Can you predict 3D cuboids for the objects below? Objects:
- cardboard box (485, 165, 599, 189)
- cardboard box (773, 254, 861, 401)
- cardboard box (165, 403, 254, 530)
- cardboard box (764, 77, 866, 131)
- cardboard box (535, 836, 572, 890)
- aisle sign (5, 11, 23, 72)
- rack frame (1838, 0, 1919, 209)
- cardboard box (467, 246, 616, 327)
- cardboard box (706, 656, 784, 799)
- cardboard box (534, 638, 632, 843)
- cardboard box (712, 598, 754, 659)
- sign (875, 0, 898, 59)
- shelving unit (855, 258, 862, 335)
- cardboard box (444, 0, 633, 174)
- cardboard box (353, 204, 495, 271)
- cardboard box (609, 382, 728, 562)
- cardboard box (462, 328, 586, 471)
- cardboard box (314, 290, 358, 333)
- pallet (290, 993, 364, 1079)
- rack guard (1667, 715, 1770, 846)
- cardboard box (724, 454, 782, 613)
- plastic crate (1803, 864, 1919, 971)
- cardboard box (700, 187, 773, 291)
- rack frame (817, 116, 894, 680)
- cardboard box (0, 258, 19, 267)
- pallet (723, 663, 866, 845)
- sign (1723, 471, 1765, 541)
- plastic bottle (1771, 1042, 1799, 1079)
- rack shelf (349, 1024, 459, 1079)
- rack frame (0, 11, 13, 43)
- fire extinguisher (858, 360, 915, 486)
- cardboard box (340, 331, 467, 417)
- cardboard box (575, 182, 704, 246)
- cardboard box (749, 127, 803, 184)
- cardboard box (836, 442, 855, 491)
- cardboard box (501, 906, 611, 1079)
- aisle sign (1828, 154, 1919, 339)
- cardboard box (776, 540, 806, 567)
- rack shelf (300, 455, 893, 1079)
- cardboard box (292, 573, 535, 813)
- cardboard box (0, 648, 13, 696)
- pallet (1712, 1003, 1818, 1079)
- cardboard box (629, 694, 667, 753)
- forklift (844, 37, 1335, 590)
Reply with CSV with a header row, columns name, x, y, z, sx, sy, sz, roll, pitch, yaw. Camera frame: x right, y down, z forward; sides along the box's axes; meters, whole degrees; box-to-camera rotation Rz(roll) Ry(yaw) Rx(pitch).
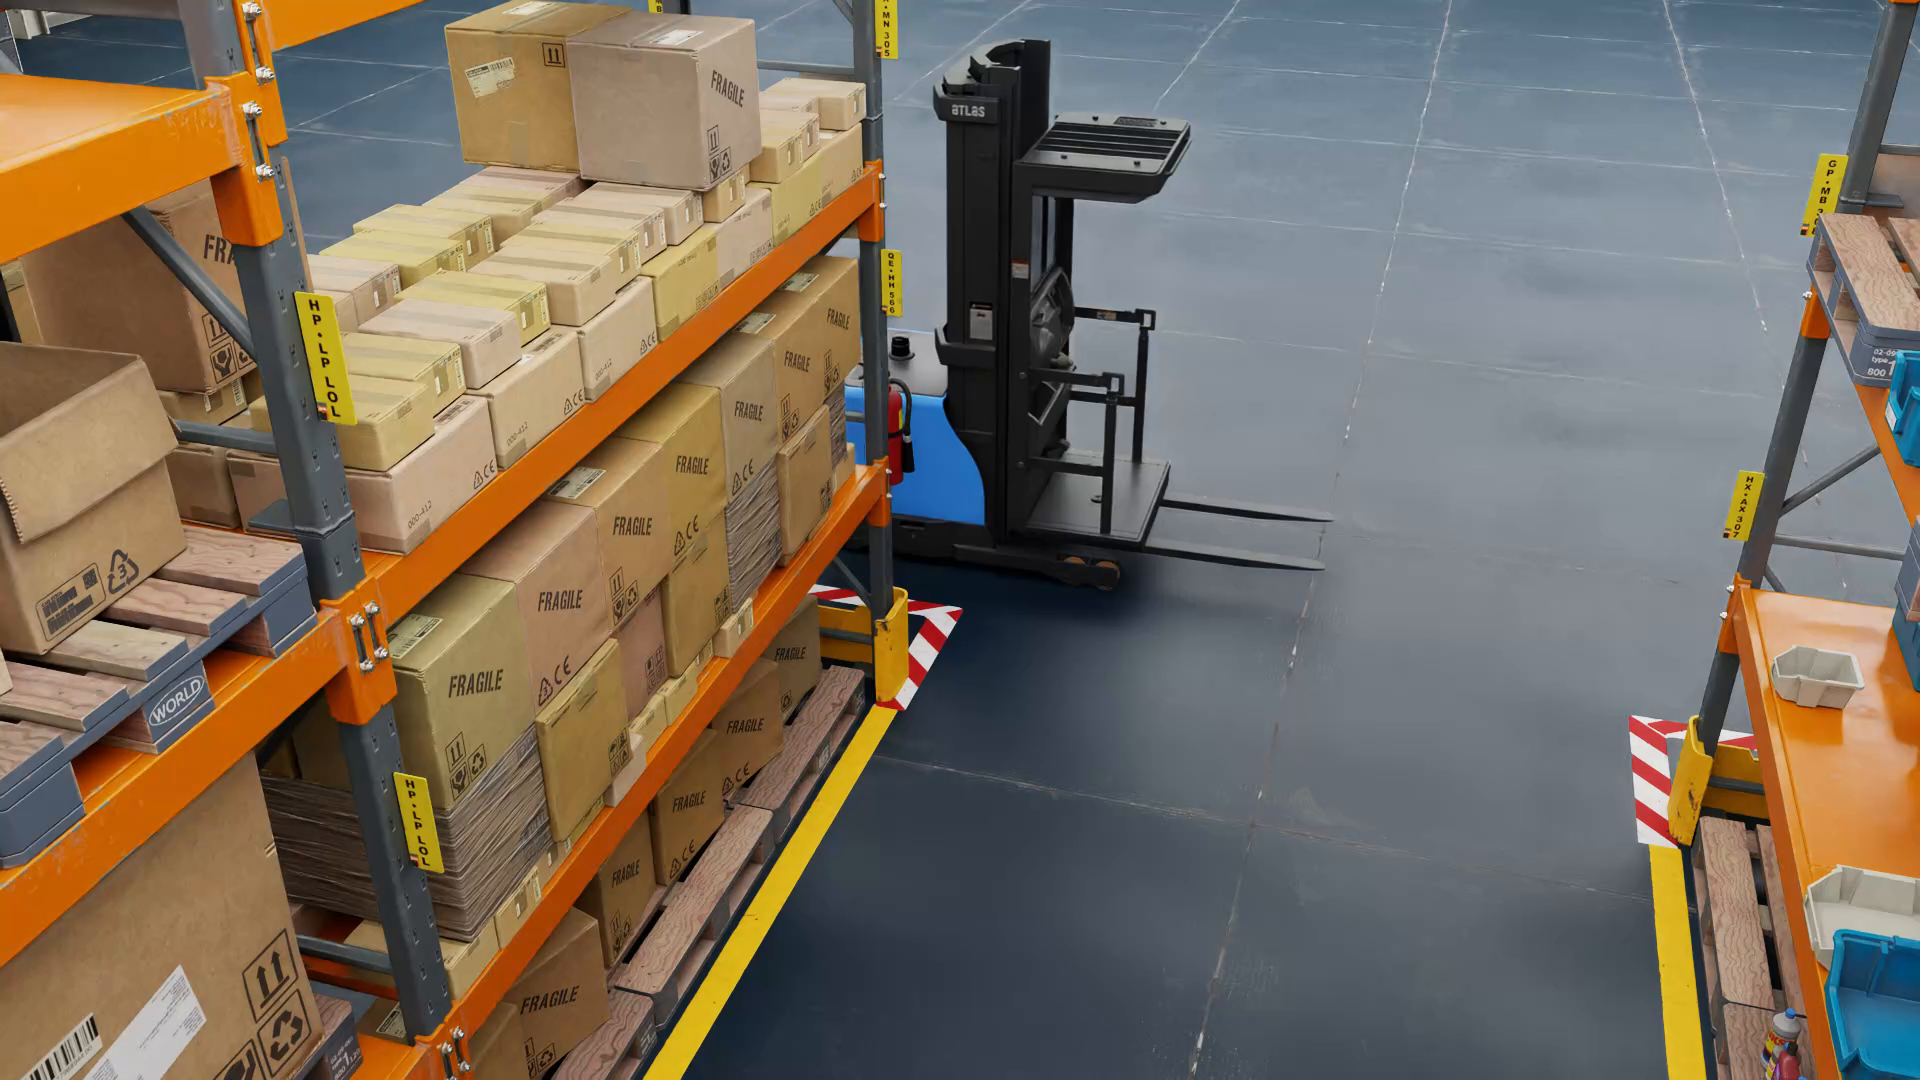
name,x,y,z,sx,sy,sz,roll,pitch,yaw
cardboard box,-1.561,-1.376,6.297,0.380,0.149,0.250,7,30,13
cardboard box,-0.770,-0.971,7.472,0.500,0.500,0.500,8,30,15
cardboard box,-2.135,-0.287,4.748,0.500,0.250,0.500,10,31,17
cardboard box,-0.628,-1.897,7.233,0.380,0.149,0.250,8,30,15
cardboard box,-1.536,1.026,5.578,0.380,0.149,0.250,8,30,15
aisle sign,-5.249,-2.532,9.042,0.394,0.787,0.004,8,30,15
rack frame,3.890,-2.566,5.606,1.000,3.000,0.127,8,30,15
cardboard box,-1.324,-0.807,5.273,0.380,0.149,0.250,8,30,14
cardboard box,-1.187,0.828,7.815,0.500,0.500,0.500,17,33,28
cardboard box,-1.647,0.607,5.665,0.875,0.500,0.500,8,30,15
cardboard box,-1.071,0.333,6.825,0.380,0.149,0.250,8,30,15
sign,-0.320,-2.260,7.231,0.100,0.325,0.005,8,30,15
shelving unit,-0.987,-0.876,10.282,0.538,1.500,1.048,7,30,13
cardboard box,-1.539,-1.703,6.217,0.500,0.500,0.500,8,30,15
cardboard box,-1.818,-1.017,5.652,0.380,0.149,0.250,10,31,17
cardboard box,-1.215,-0.274,6.220,0.500,0.500,0.500,8,30,15
cardboard box,-1.492,-0.457,5.054,0.500,0.250,0.500,8,30,14
cardboard box,-2.043,-0.644,4.981,0.380,0.149,0.250,7,30,12
pallet,-2.382,1.626,4.439,1.003,0.211,1.213,8,30,15
rack guard,3.912,1.190,7.596,1.175,0.500,0.348,8,30,15
cardboard box,-1.253,-0.097,6.931,0.875,0.500,0.500,8,30,15
plastic crate,2.950,1.239,5.208,0.530,0.136,0.437,8,30,15
cardboard box,-1.046,-1.167,6.330,0.500,0.250,0.500,9,30,16
rack frame,-0.845,-0.651,8.335,1.000,3.000,0.127,8,30,15
cardboard box,-5.703,-1.776,9.092,0.875,0.550,0.550,8,30,15
pallet,-1.140,0.975,8.280,1.003,0.211,1.213,8,30,15
sign,3.365,-0.146,7.142,0.100,0.325,0.005,8,30,15
plastic bottle,2.976,1.951,5.999,0.061,0.283,0.133,9,30,16
rack shelf,-2.606,2.452,3.497,1.077,0.370,4.000,8,30,15
rack frame,-5.557,-4.027,8.233,1.000,3.000,0.127,8,30,15
fire extinguisher,-0.371,-0.605,8.331,0.296,0.674,0.183,8,30,15
cardboard box,-1.616,-0.452,4.636,0.380,0.149,0.250,7,30,12
cardboard box,-1.142,-1.173,5.931,0.380,0.149,0.250,7,30,12
cardboard box,-0.843,-1.530,6.573,0.380,0.149,0.250,9,30,15
cardboard box,-0.731,-0.379,8.105,0.380,0.149,0.250,8,30,15
cardboard box,-1.703,1.669,6.303,0.500,0.500,0.500,19,34,30
aisle sign,3.631,-1.156,6.568,0.394,0.787,0.004,8,30,15
cardboard box,-0.918,-0.026,7.469,0.380,0.149,0.250,8,30,15
rack shelf,-1.432,0.593,6.839,1.077,0.370,4.000,8,30,15
cardboard box,-1.644,0.424,4.964,0.500,0.500,0.500,8,30,15
cardboard box,-2.199,0.223,3.384,0.396,0.266,0.258,10,30,17
pallet,3.309,2.258,5.974,1.003,0.211,1.213,8,30,15
cardboard box,-1.325,0.676,6.207,0.380,0.149,0.250,8,30,15
forklift,0.717,-1.275,9.527,3.031,2.935,1.130,8,30,14
